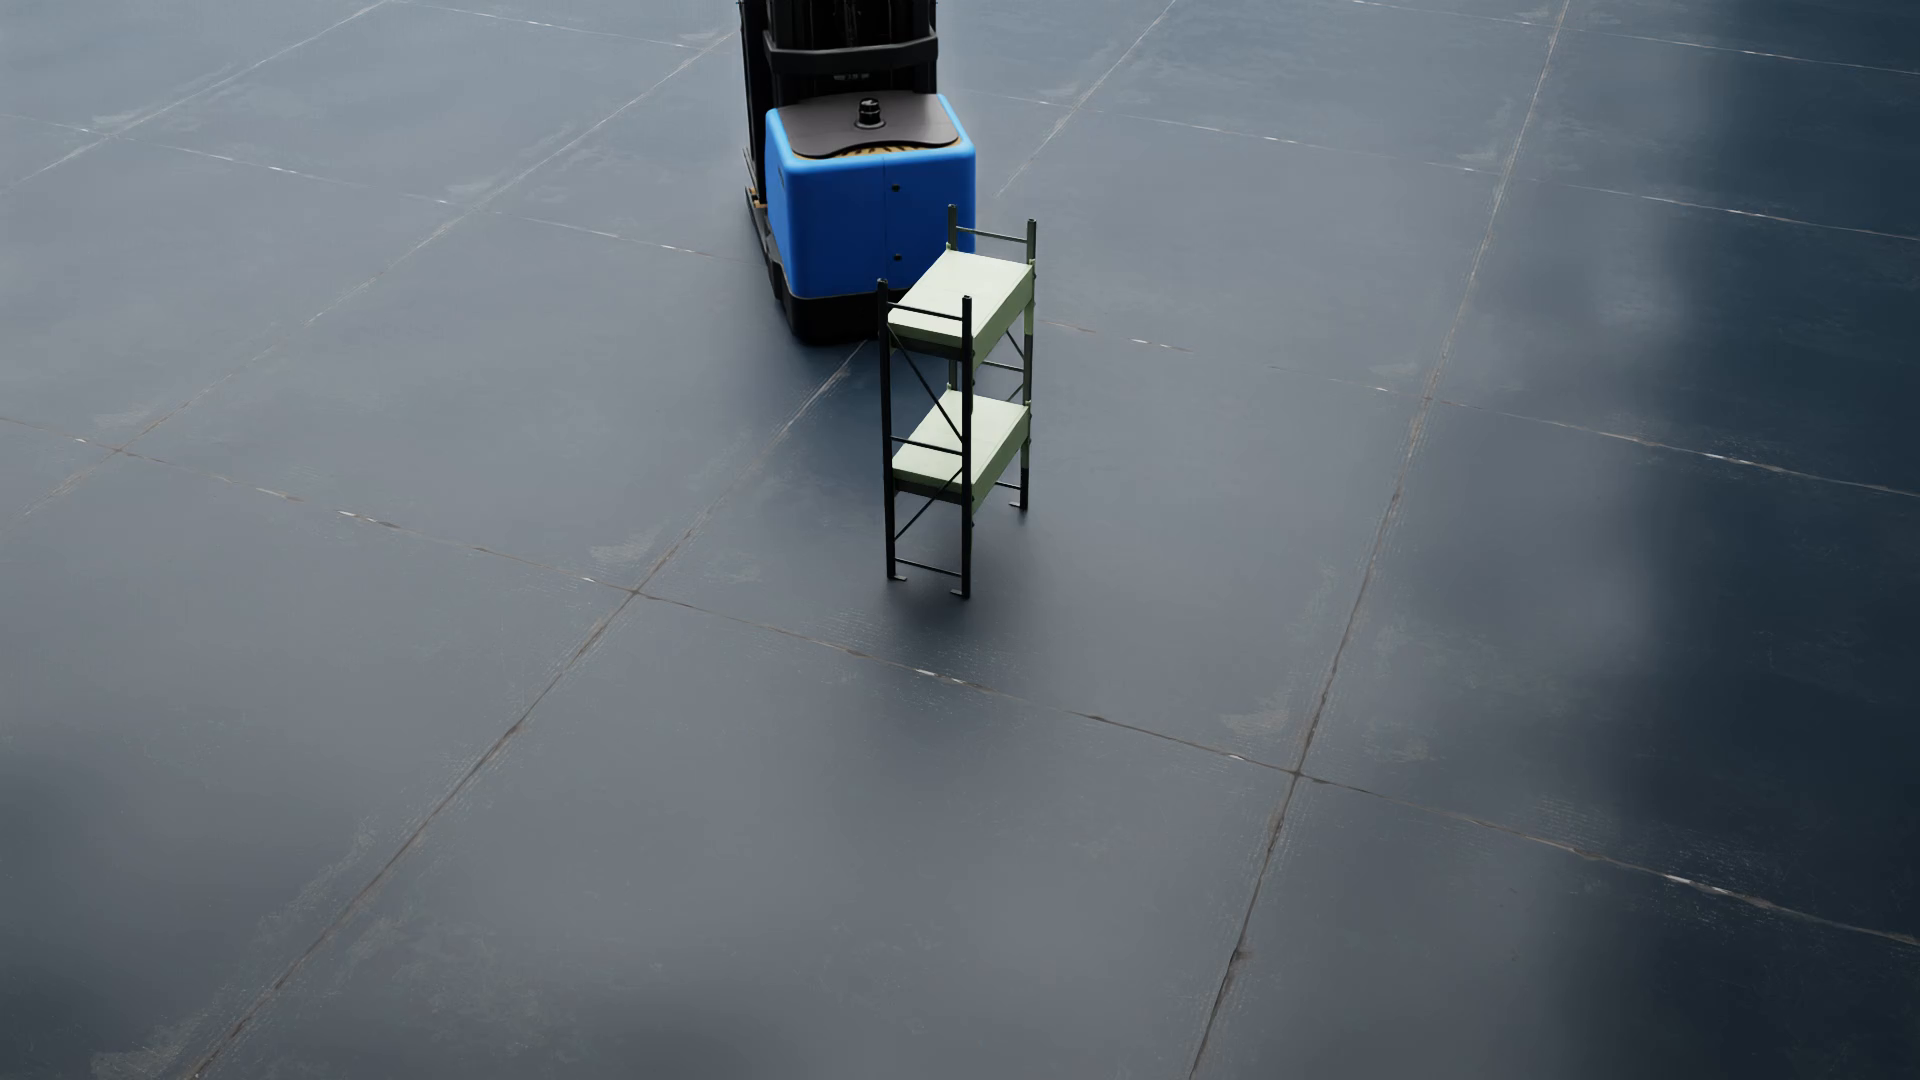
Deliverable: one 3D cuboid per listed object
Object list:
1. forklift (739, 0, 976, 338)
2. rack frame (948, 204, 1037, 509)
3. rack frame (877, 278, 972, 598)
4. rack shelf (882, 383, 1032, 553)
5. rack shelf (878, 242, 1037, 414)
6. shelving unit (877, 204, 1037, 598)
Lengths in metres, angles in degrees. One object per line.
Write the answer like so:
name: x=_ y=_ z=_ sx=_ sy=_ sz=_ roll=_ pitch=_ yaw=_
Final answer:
forklift: x=-0.733 y=-3.165 z=9.536 sx=1.130 sy=2.935 sz=3.031 roll=-8 pitch=38 yaw=-10
rack frame: x=0.137 y=-0.800 z=7.567 sx=0.400 sy=1.500 sz=0.023 roll=14 pitch=39 yaw=18
rack frame: x=-0.142 y=-0.394 z=7.025 sx=0.400 sy=1.500 sz=0.023 roll=14 pitch=39 yaw=18
rack shelf: x=-0.003 y=-0.336 z=7.491 sx=0.431 sy=0.370 sz=0.720 roll=14 pitch=39 yaw=18
rack shelf: x=-0.003 y=-0.910 z=7.062 sx=0.431 sy=0.370 sz=0.720 roll=14 pitch=39 yaw=18
shelving unit: x=-0.003 y=-0.597 z=7.296 sx=0.431 sy=1.500 sz=0.755 roll=14 pitch=39 yaw=18
